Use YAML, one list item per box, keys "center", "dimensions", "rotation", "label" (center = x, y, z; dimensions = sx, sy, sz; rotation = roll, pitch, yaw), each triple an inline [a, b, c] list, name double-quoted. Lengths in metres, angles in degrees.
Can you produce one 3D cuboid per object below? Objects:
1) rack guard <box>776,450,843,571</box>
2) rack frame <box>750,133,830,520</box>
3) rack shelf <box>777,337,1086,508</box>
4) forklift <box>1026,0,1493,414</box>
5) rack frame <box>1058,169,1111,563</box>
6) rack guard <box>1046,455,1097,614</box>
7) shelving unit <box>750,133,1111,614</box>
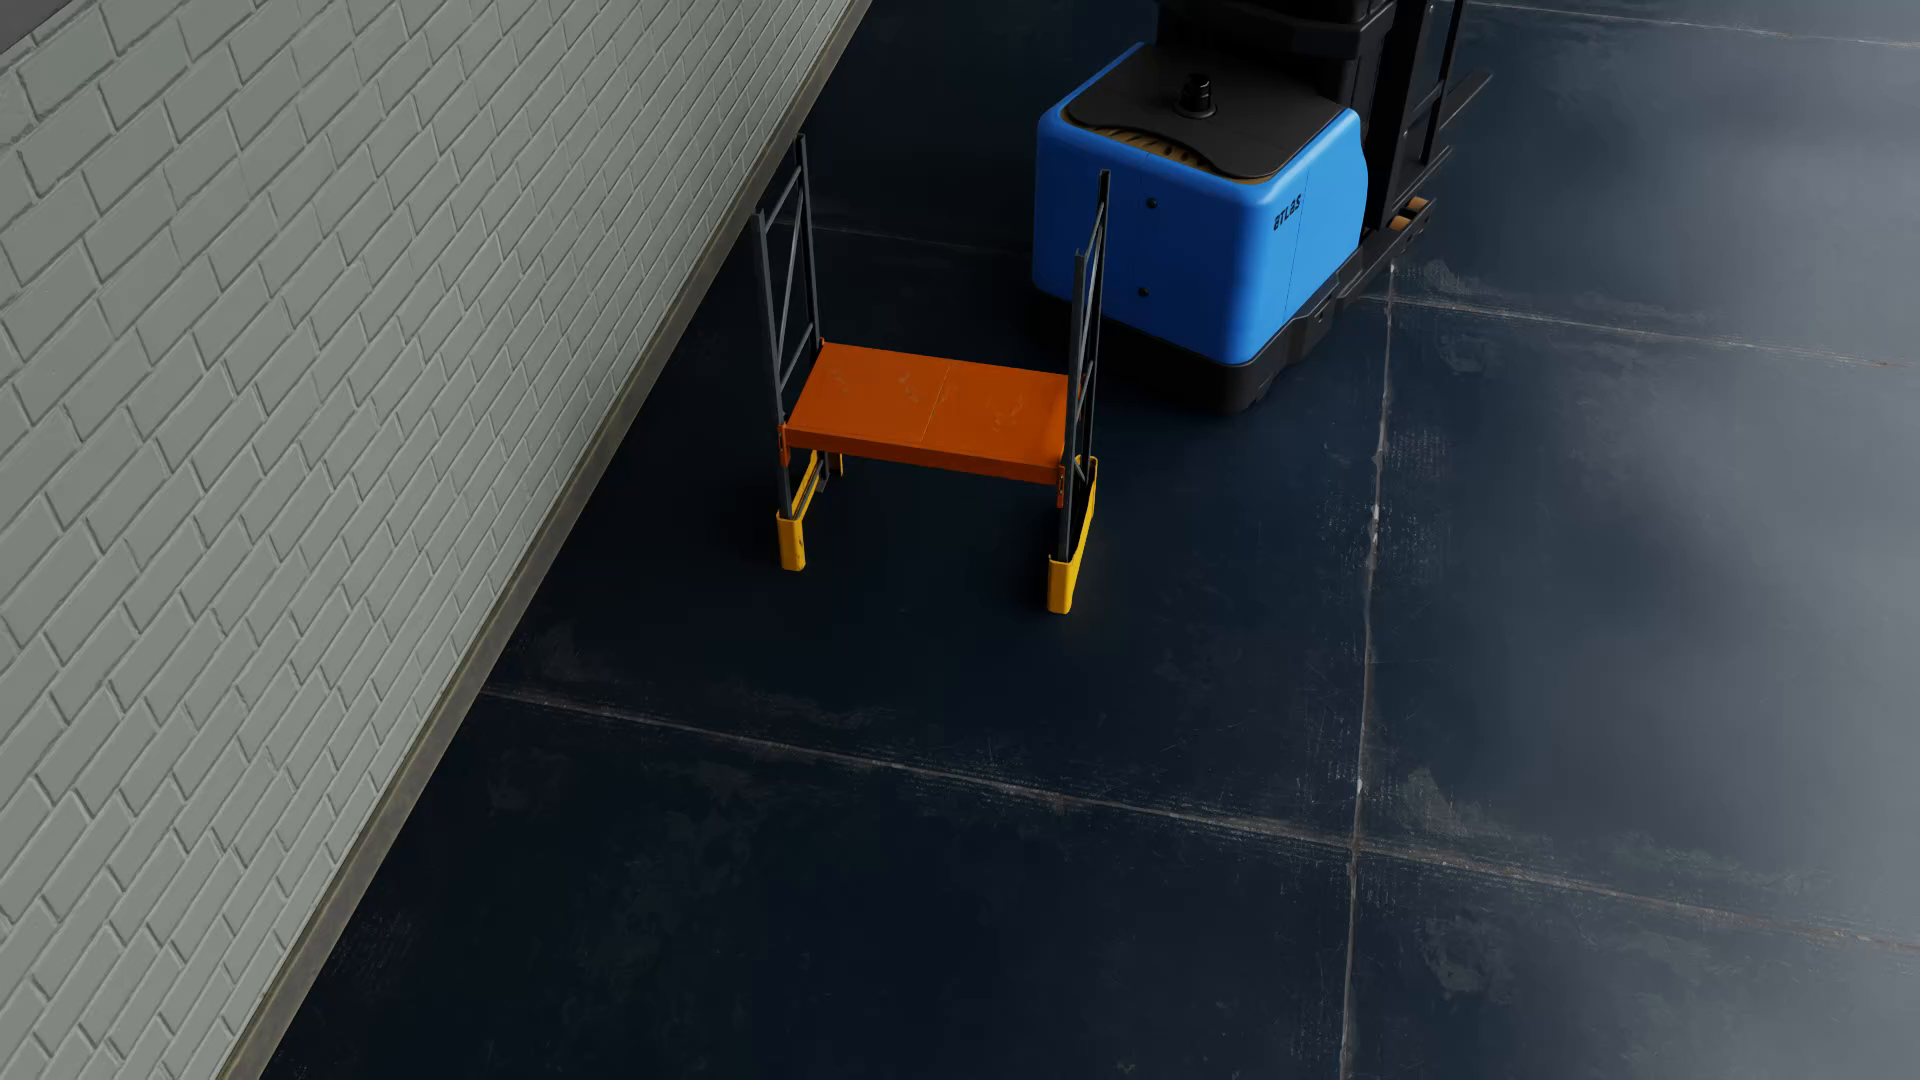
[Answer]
- center: [-0.560, -0.177, 6.254]
  dimensions: [0.087, 0.250, 0.587]
  rotation: [9, 45, 9]
  label: "rack guard"
- center: [-0.579, -0.630, 5.823]
  dimensions: [0.032, 1.500, 0.500]
  rotation: [9, 45, 9]
  label: "rack frame"
- center: [-0.083, -0.424, 5.868]
  dimensions: [1.000, 0.185, 0.538]
  rotation: [9, 45, 9]
  label: "rack shelf"
- center: [1.545, -2.546, 6.782]
  dimensions: [1.130, 2.935, 3.031]
  rotation: [26, 50, 25]
  label: "forklift"
- center: [0.413, -0.476, 5.663]
  dimensions: [0.032, 1.500, 0.500]
  rotation: [9, 45, 9]
  label: "rack frame"
- center: [0.412, -0.026, 6.097]
  dimensions: [0.087, 0.250, 0.587]
  rotation: [9, 45, 9]
  label: "rack guard"
- center: [-0.074, -0.552, 5.742]
  dimensions: [1.083, 1.500, 0.587]
  rotation: [9, 45, 9]
  label: "shelving unit"
